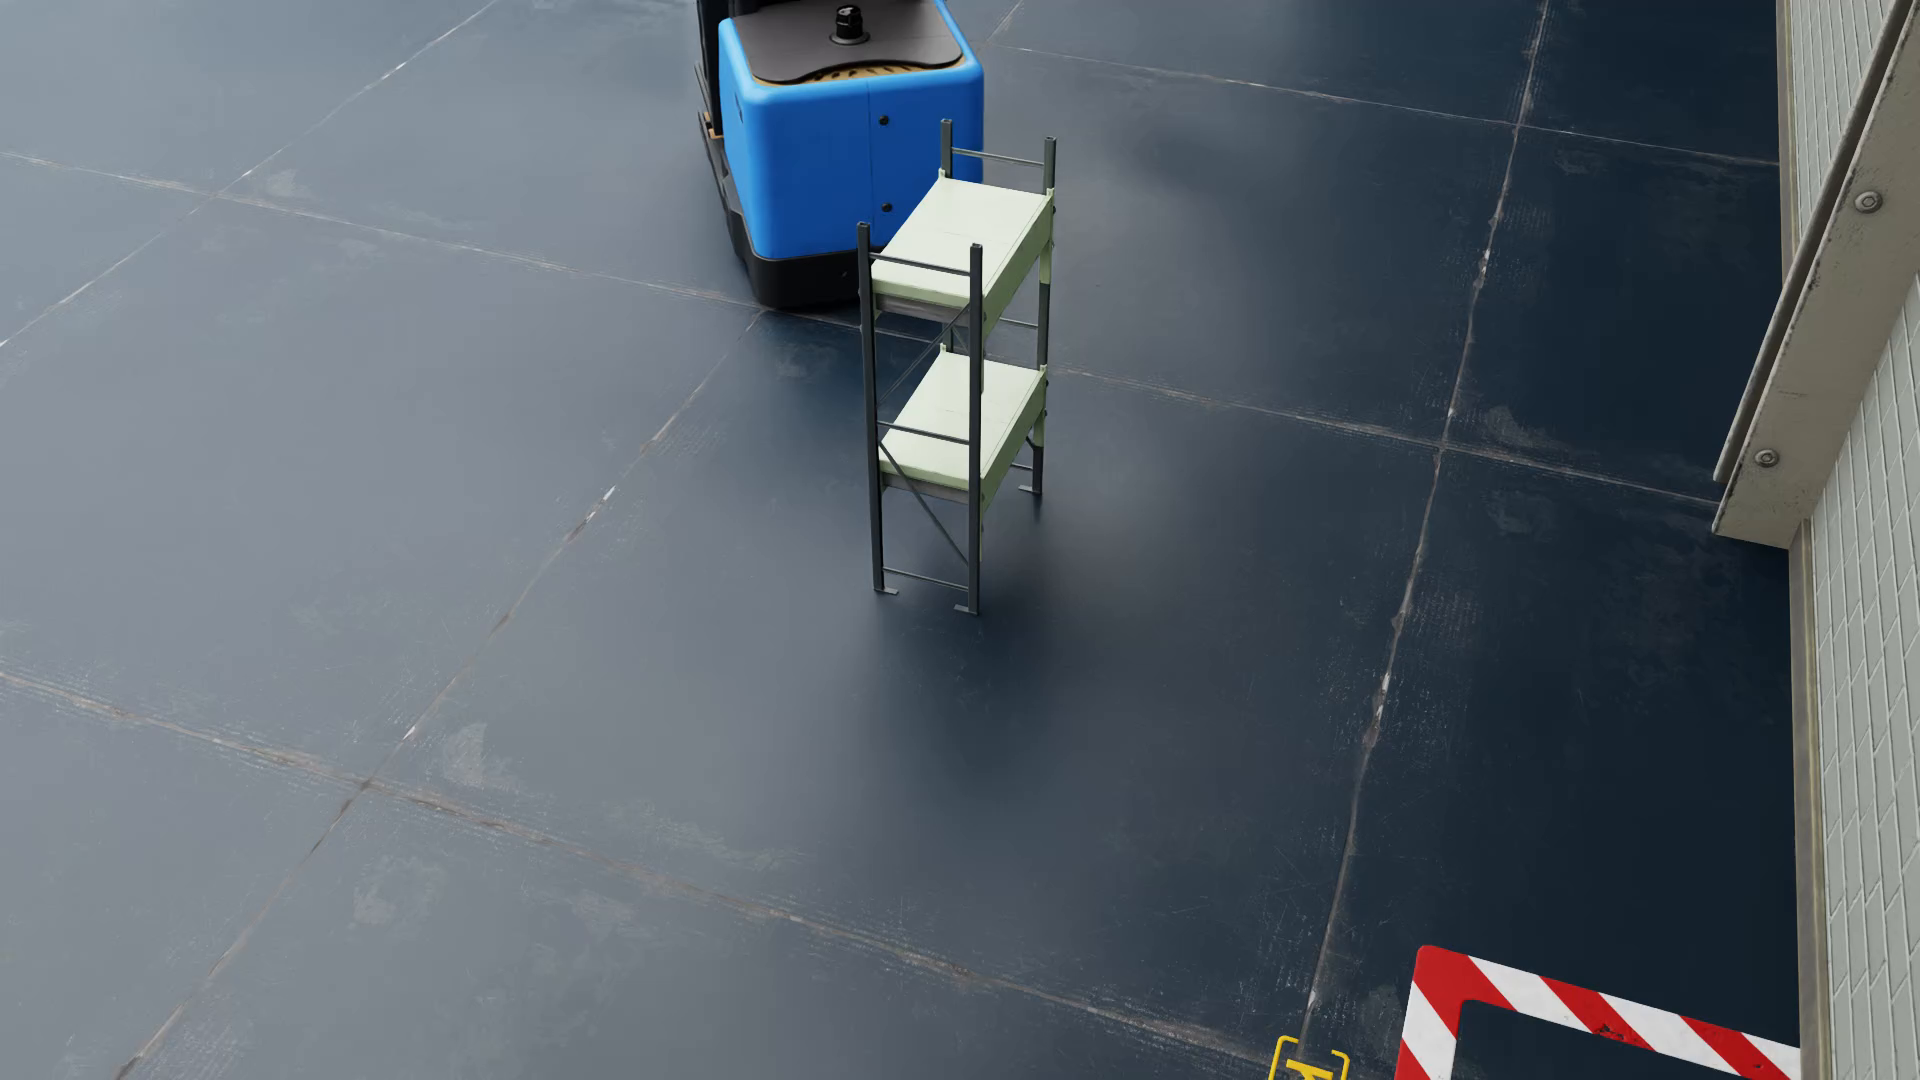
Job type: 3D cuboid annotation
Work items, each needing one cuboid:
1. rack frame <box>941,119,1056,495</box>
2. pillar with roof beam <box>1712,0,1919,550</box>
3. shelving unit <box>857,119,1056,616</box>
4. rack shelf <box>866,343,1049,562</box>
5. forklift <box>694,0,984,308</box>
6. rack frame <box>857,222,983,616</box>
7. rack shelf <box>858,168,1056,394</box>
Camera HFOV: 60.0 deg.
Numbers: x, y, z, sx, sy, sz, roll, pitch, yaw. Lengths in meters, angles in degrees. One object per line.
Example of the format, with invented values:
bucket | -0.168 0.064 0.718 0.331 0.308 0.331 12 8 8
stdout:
rack frame | 0.127 -0.798 6.030 0.400 1.500 0.023 13 42 15
pillar with roof beam | -0.993 -4.491 4.580 9.100 9.000 0.400 13 42 15
shelving unit | 0.002 -0.575 5.768 0.431 1.500 0.755 13 42 15
rack shelf | 0.002 -0.327 5.980 0.431 0.370 0.720 13 42 15
forklift | -0.736 -3.107 7.633 1.130 2.935 3.031 -9 41 -11
rack frame | -0.123 -0.351 5.506 0.400 1.500 0.023 13 42 15
rack shelf | 0.002 -0.872 5.515 0.431 0.370 0.720 13 42 15
